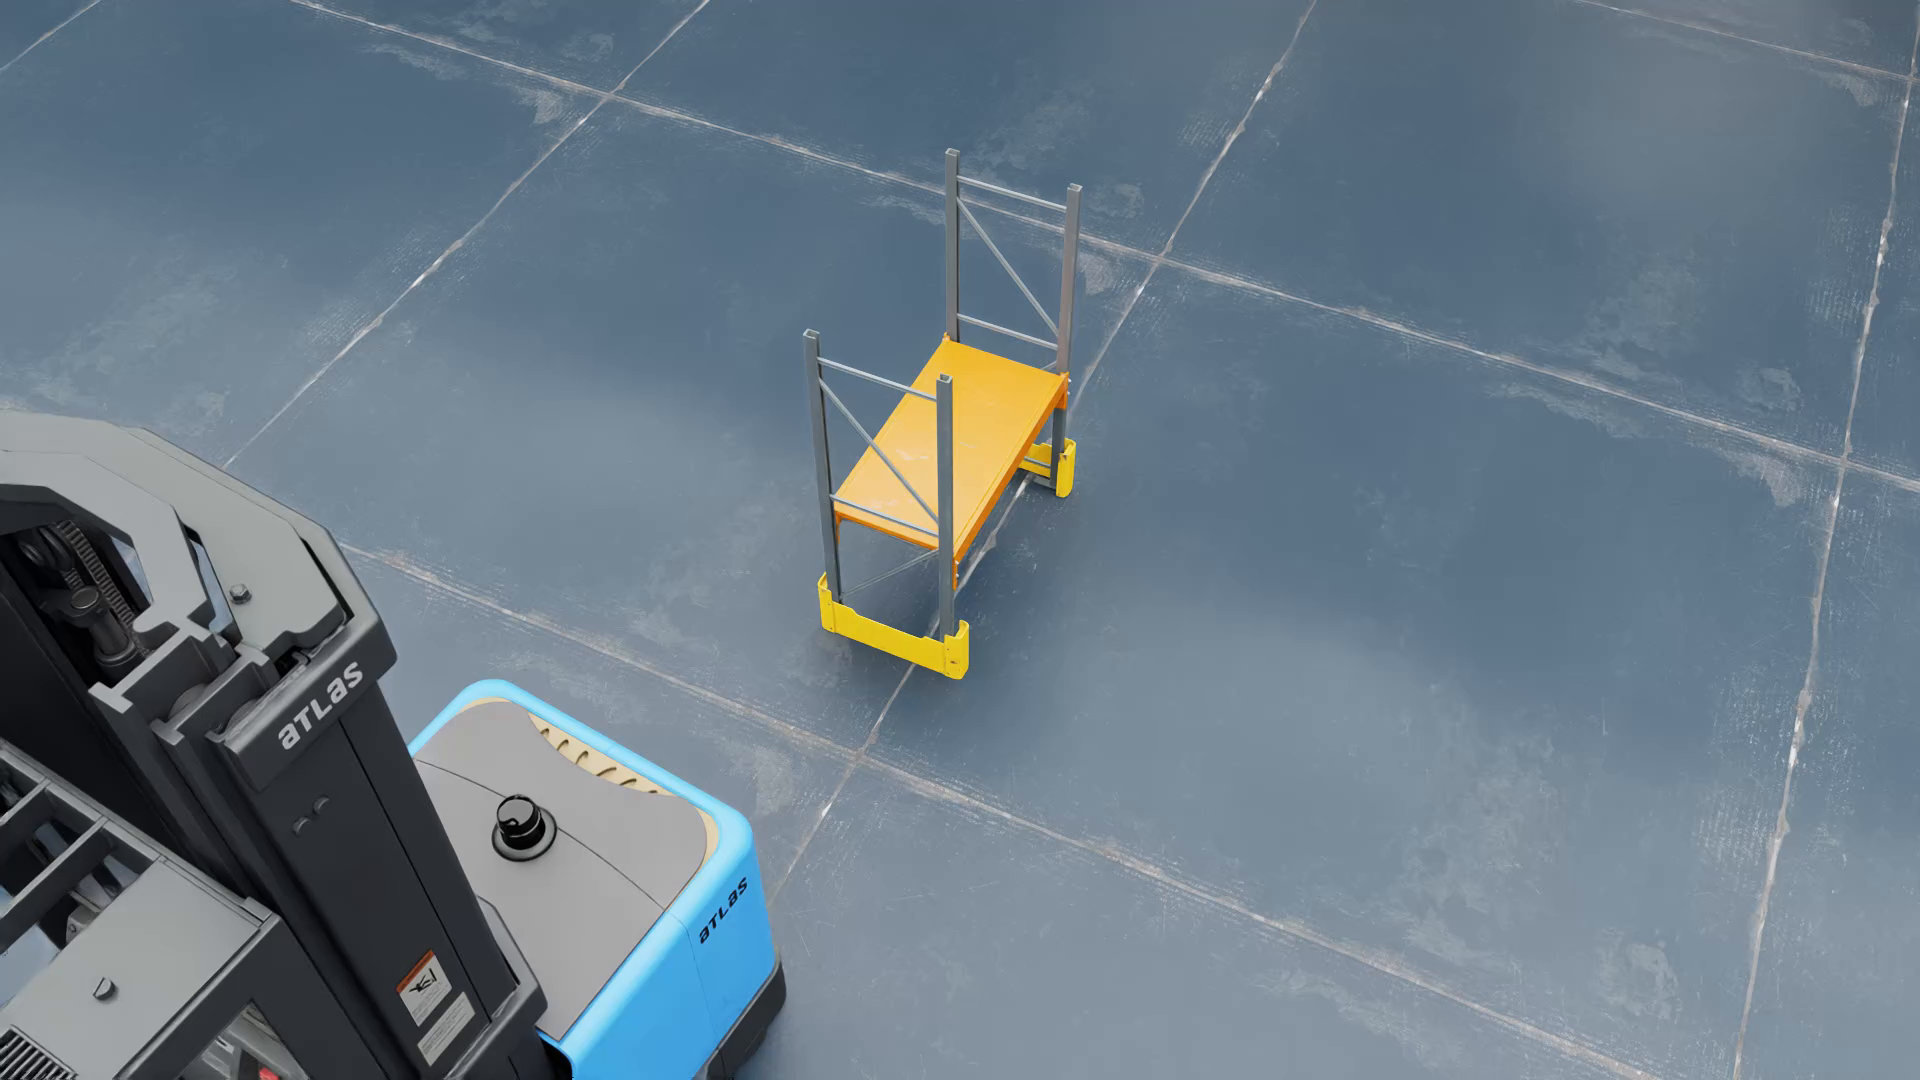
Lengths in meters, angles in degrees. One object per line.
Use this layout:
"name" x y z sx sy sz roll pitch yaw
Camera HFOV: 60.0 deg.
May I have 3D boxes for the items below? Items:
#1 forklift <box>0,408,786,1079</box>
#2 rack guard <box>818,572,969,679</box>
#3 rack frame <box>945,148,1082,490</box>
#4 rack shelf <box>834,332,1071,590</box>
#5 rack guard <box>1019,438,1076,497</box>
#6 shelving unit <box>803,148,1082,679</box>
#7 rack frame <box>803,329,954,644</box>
"forklift" -1.749 1.275 3.555 1.130 2.935 3.031 25 54 20
"rack guard" -0.245 0.314 6.133 0.587 0.250 0.087 20 52 16
"rack frame" 0.181 -0.777 6.242 0.500 1.500 0.032 20 52 16
"rack shelf" -0.036 -0.311 6.081 0.538 0.185 1.000 20 52 16
"rack guard" 0.180 -0.371 6.717 0.587 0.250 0.087 20 52 16
"shelving unit" -0.033 -0.434 5.949 0.587 1.500 1.083 20 52 16
"rack frame" -0.254 -0.077 5.646 0.500 1.500 0.032 20 52 16
